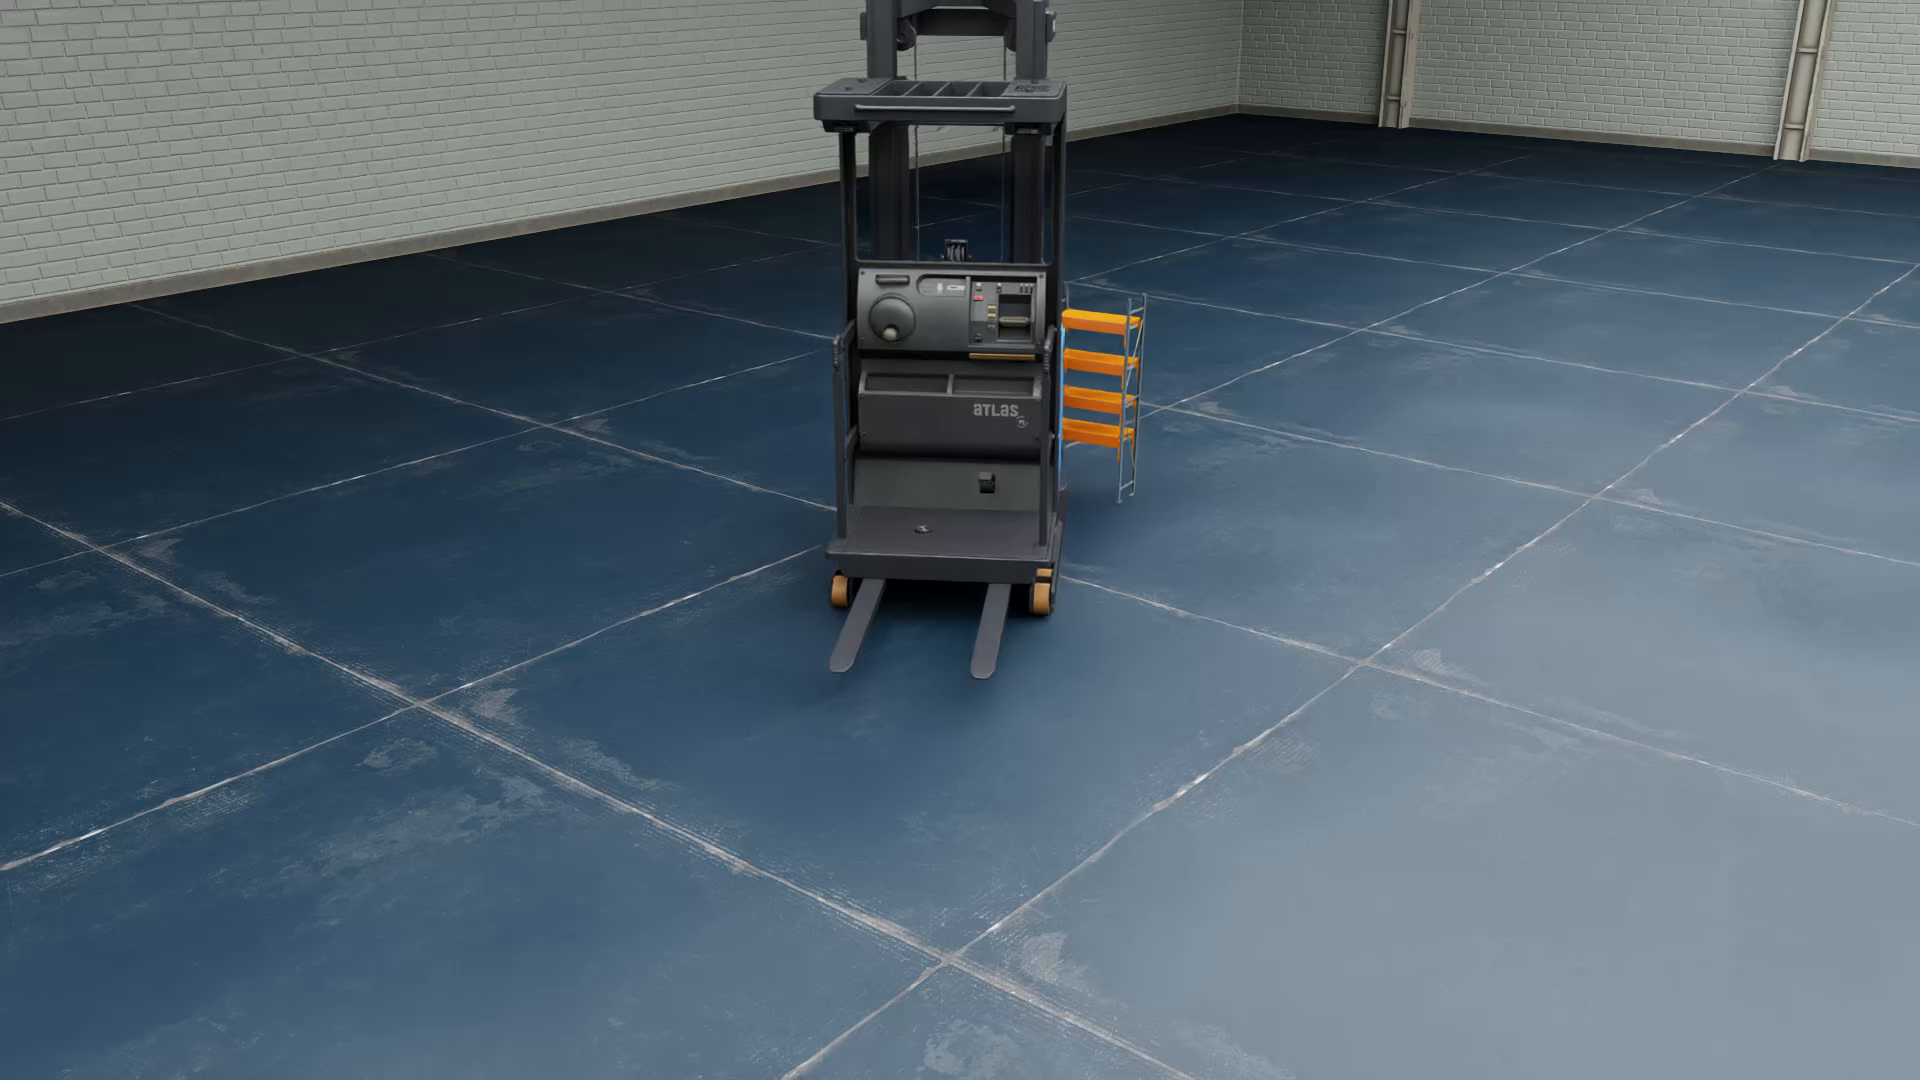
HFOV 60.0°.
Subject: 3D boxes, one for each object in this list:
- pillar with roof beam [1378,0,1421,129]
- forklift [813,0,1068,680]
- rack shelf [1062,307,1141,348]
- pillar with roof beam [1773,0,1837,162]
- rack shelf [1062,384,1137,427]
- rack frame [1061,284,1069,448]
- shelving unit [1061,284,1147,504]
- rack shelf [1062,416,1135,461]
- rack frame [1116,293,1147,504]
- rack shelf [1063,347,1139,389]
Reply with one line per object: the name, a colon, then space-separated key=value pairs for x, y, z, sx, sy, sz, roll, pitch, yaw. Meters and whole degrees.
pillar with roof beam: x=4.291 y=-9.717 z=22.183 sx=0.400 sy=9.000 sz=9.100 roll=16 pitch=26 yaw=36
forklift: x=-0.063 y=-1.124 z=7.996 sx=1.130 sy=2.935 sz=3.031 roll=2 pitch=21 yaw=5
rack shelf: x=0.785 y=-1.227 z=9.590 sx=0.480 sy=0.148 sz=0.258 roll=11 pitch=20 yaw=27
pillar with roof beam: x=8.939 y=-8.379 z=18.634 sx=0.400 sy=9.000 sz=9.100 roll=16 pitch=26 yaw=36
rack shelf: x=0.773 y=-0.790 z=9.733 sx=0.480 sy=0.148 sz=0.258 roll=11 pitch=20 yaw=27
rack frame: x=0.560 y=-0.895 z=9.821 sx=0.015 sy=1.200 sz=0.240 roll=11 pitch=20 yaw=27
shelving unit: x=0.774 y=-0.854 z=9.712 sx=0.503 sy=1.200 sz=0.258 roll=11 pitch=20 yaw=27
rack shelf: x=0.767 y=-0.601 z=9.794 sx=0.480 sy=0.148 sz=0.258 roll=11 pitch=20 yaw=27
rack frame: x=0.988 y=-0.812 z=9.602 sx=0.015 sy=1.200 sz=0.240 roll=11 pitch=20 yaw=27
rack shelf: x=0.778 y=-1.002 z=9.664 sx=0.480 sy=0.148 sz=0.258 roll=11 pitch=20 yaw=27
